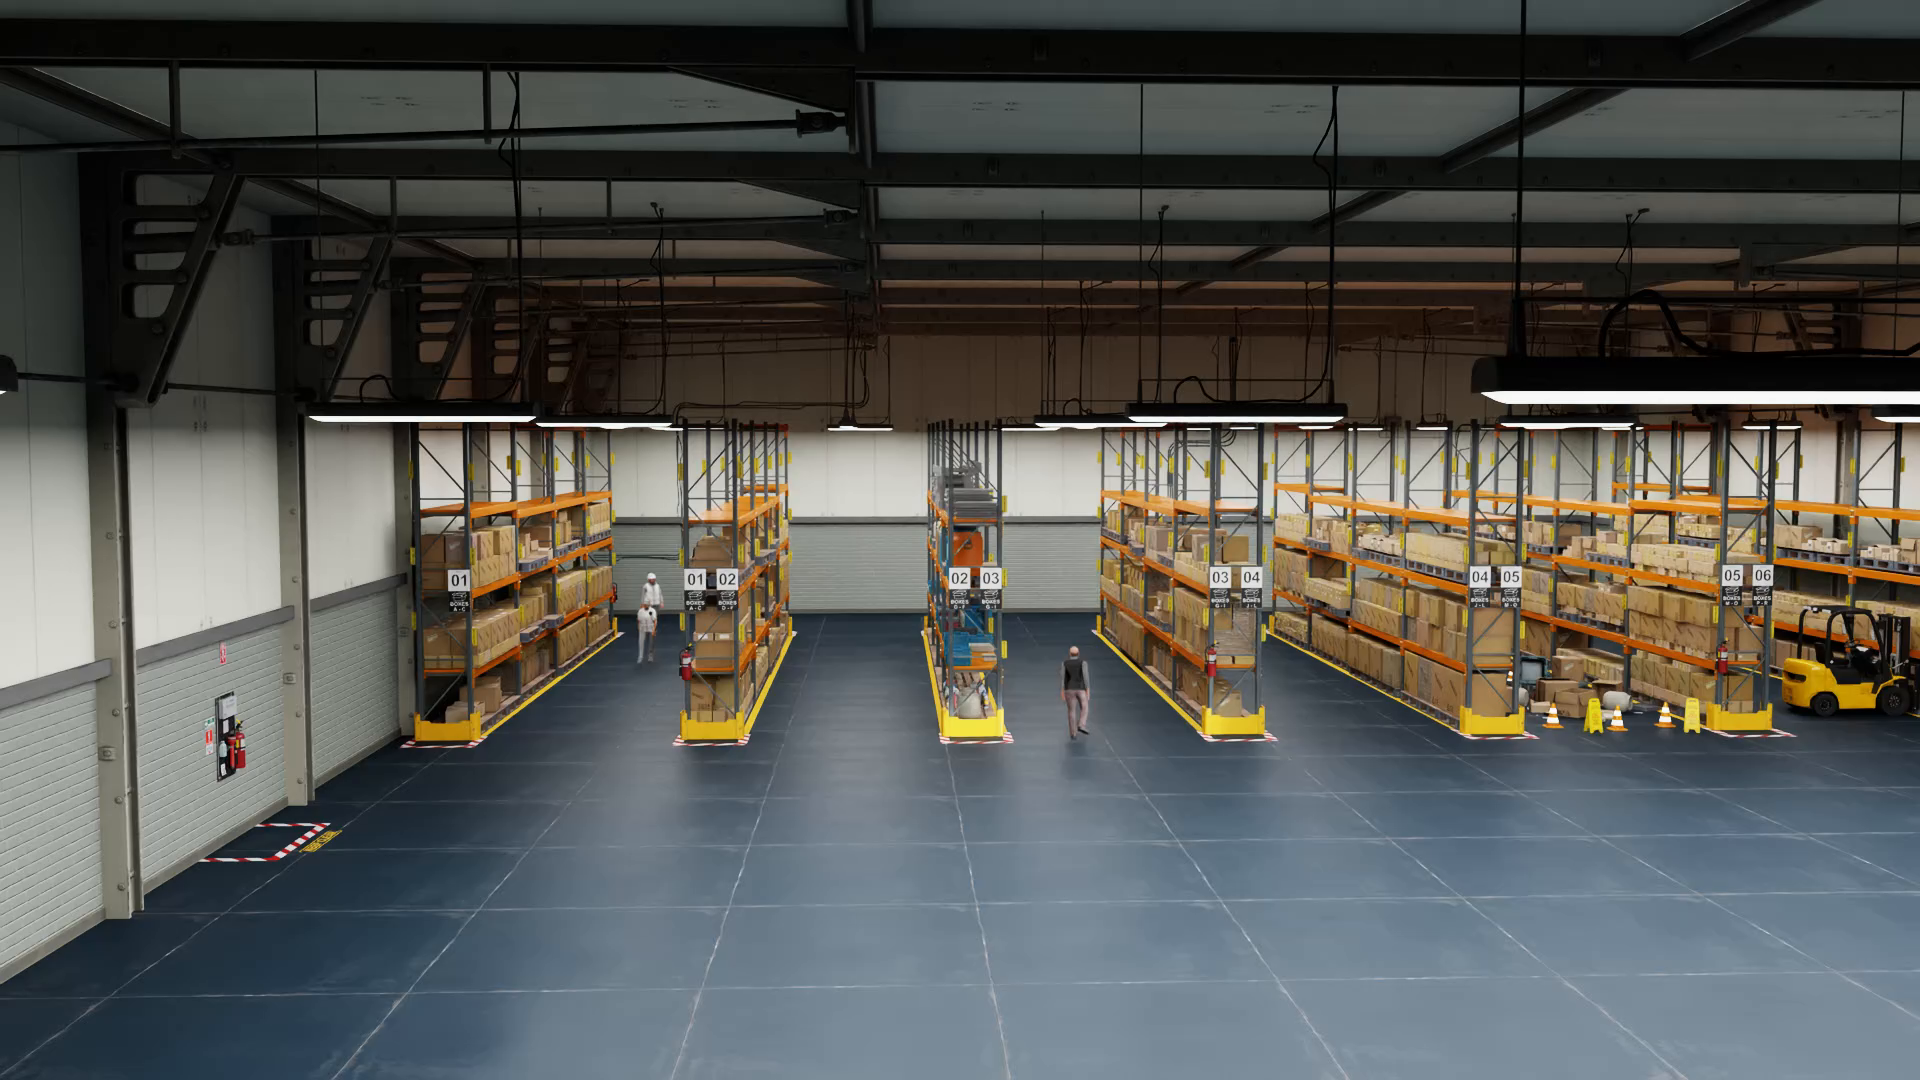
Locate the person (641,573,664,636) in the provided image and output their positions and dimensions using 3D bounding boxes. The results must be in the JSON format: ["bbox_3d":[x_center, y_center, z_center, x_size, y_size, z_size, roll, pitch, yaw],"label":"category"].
[{"bbox_3d":[-8.713,1.820,47.204,0.617,1.744,0.937,-2,4,-29],"label":"person"}]

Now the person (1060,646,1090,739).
[{"bbox_3d":[2.158,2.855,31.252,0.569,1.708,0.465,1,4,9],"label":"person"}]

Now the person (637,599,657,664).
[{"bbox_3d":[-7.771,2.256,41.237,0.504,1.605,1.006,-1,4,-11],"label":"person"}]

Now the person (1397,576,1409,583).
[{"bbox_3d":[13.273,1.650,49.681,0.730,1.777,0.551,0,4,-2],"label":"person"}]
